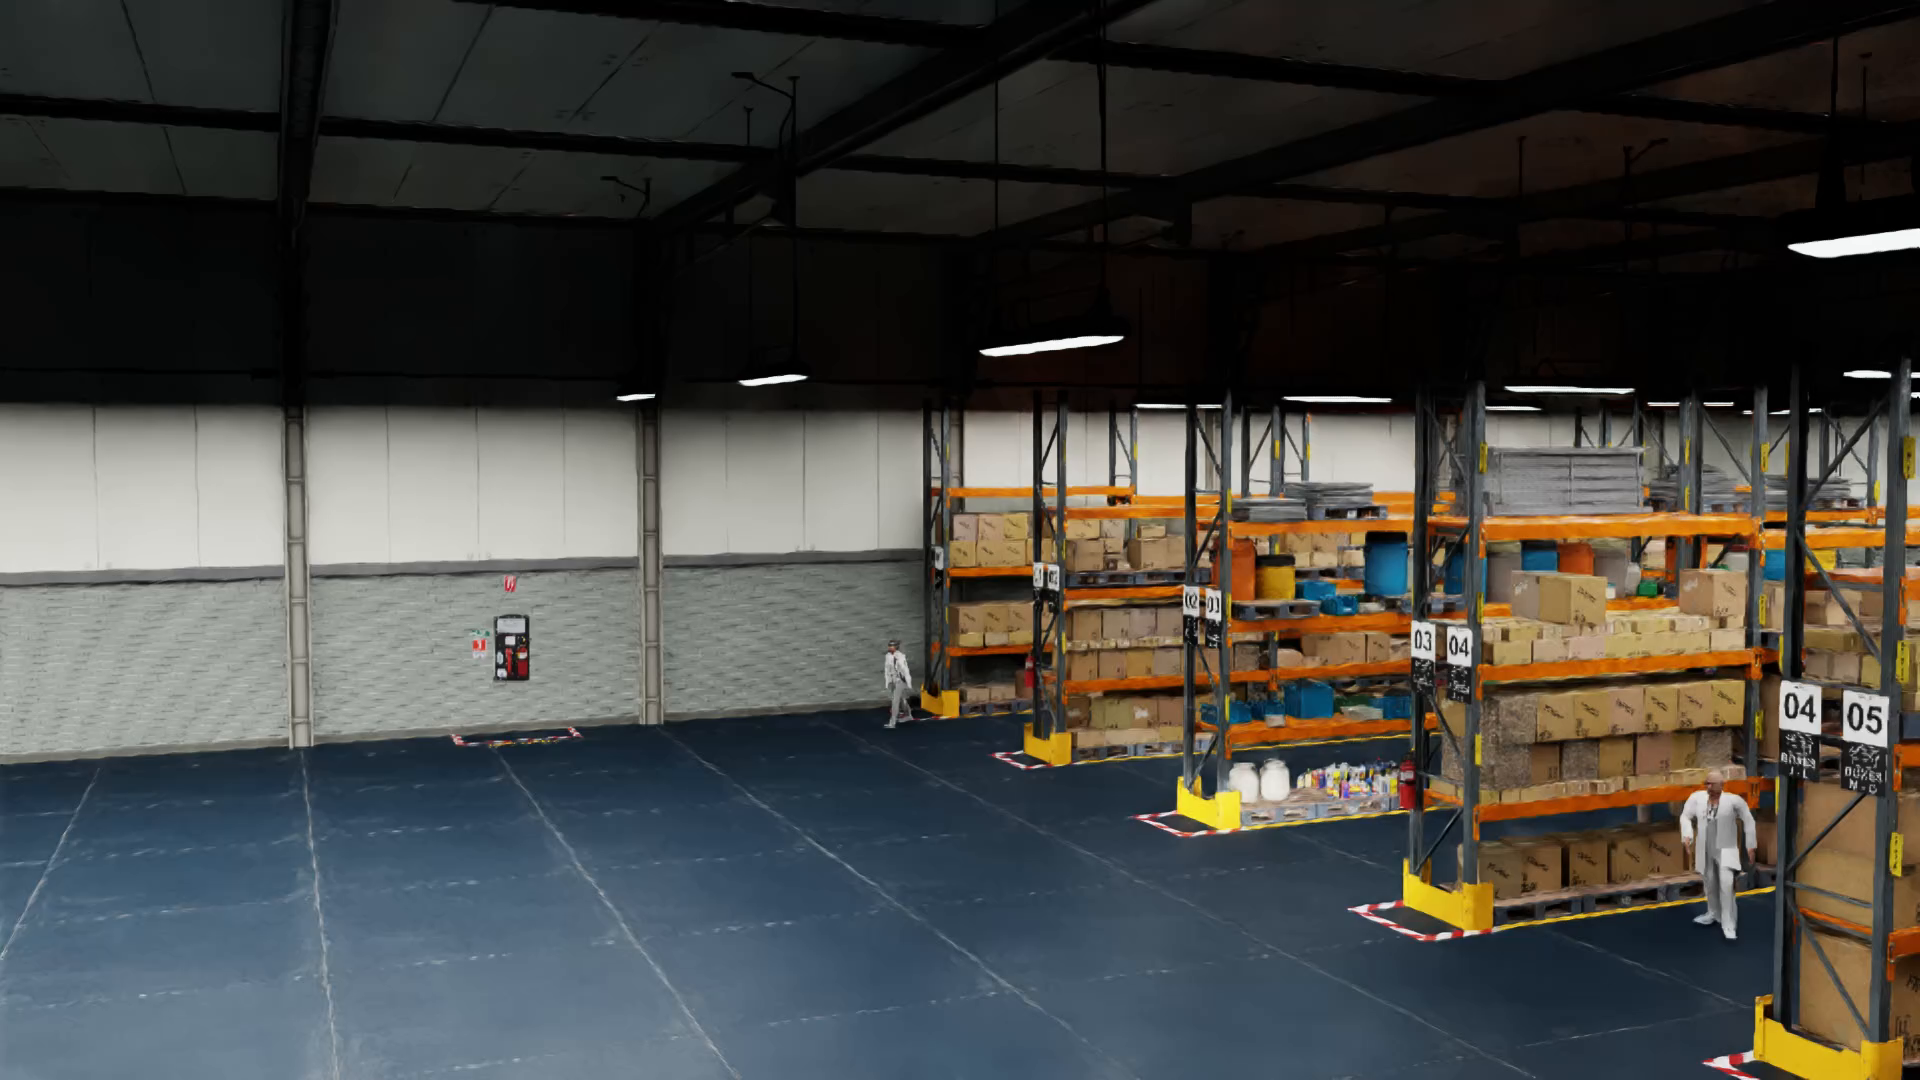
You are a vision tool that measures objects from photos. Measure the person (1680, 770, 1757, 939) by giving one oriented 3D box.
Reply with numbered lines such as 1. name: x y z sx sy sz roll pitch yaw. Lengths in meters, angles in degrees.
1. person: 7.978 3.266 17.503 0.851 1.722 0.727 -3 5 -42

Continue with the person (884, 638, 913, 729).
1. person: -1.156 2.577 30.213 0.529 1.623 0.935 3 5 44

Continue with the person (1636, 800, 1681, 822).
1. person: 9.024 3.068 21.253 0.949 1.677 0.557 0 3 -7
